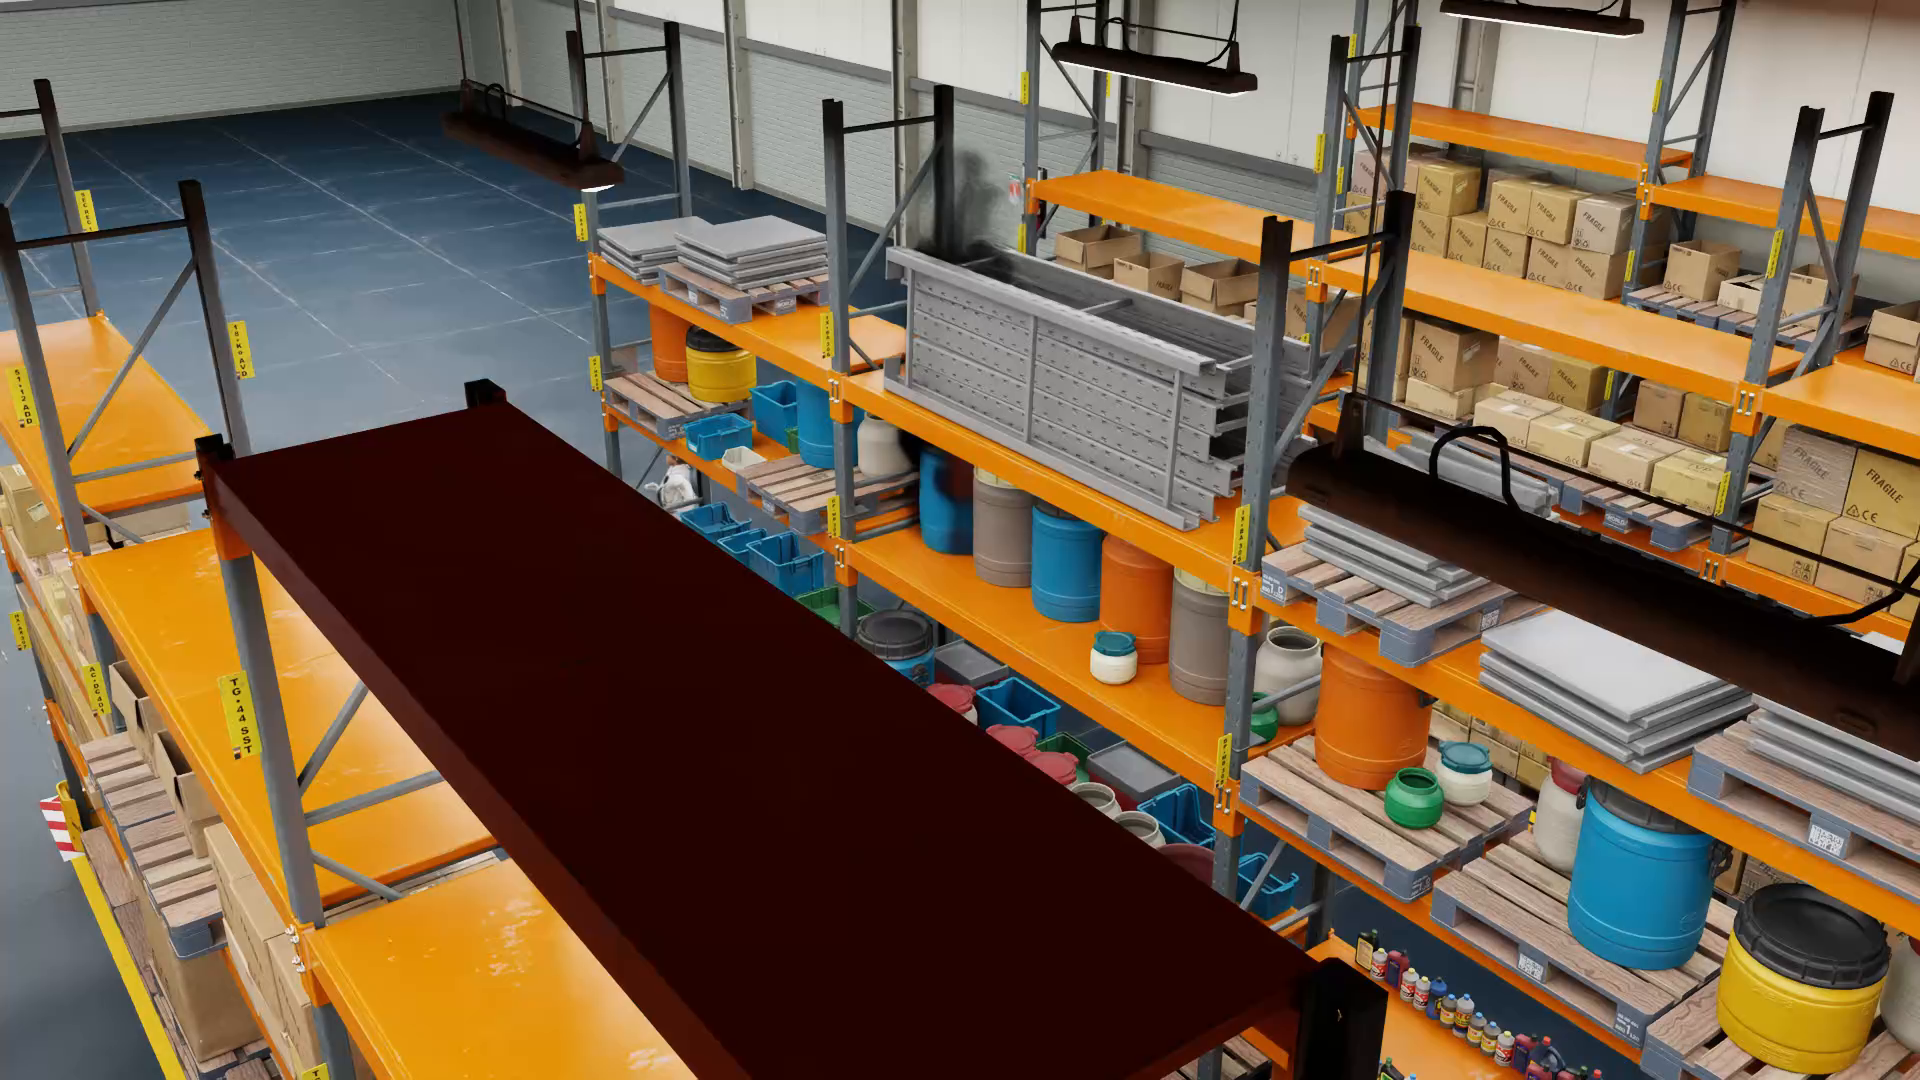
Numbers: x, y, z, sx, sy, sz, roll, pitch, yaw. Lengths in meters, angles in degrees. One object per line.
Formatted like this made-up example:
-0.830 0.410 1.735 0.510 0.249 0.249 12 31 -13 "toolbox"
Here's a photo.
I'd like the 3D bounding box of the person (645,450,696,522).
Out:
-2.930 -0.230 17.427 0.854 1.724 0.607 3 25 7 "person"
